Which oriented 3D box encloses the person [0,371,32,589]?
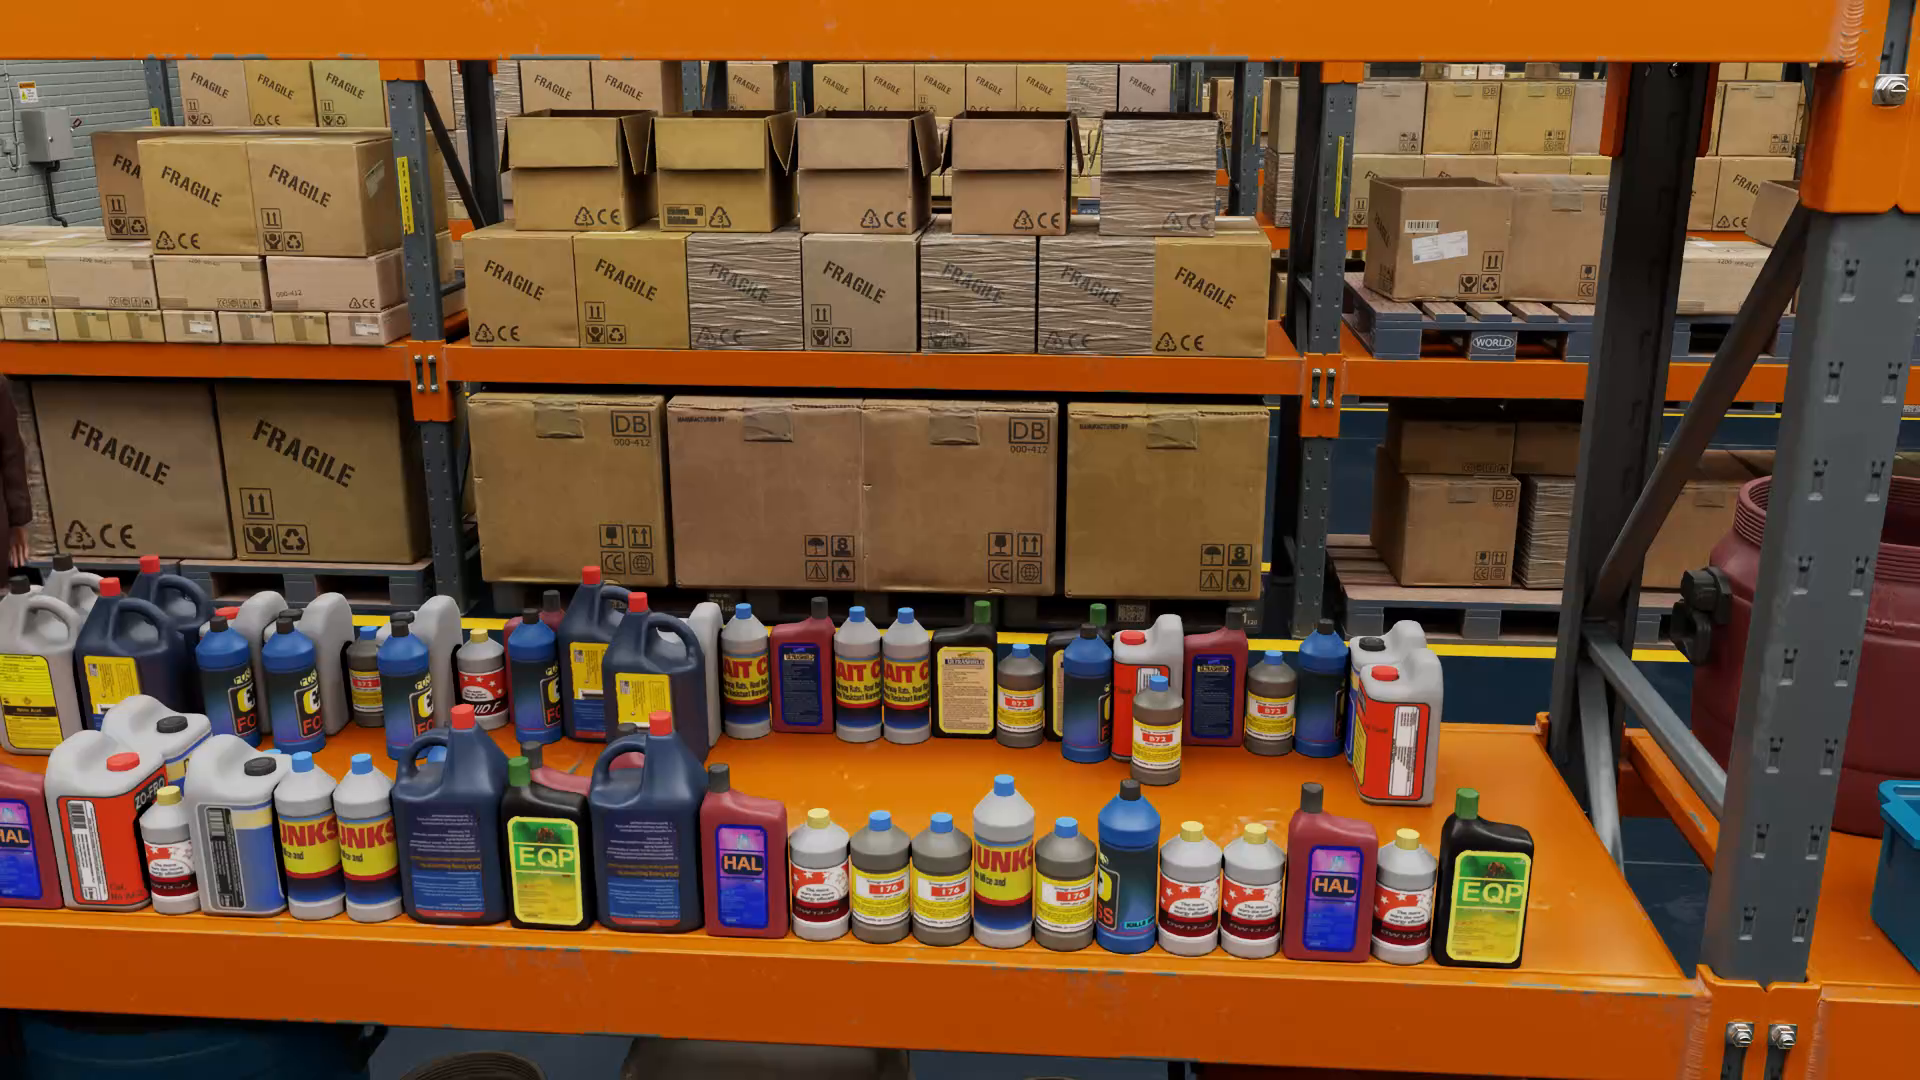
[{"bbox_3d":[-3.647,-0.018,6.049,0.724,1.761,0.588,4,18,14],"label":"person"}]
